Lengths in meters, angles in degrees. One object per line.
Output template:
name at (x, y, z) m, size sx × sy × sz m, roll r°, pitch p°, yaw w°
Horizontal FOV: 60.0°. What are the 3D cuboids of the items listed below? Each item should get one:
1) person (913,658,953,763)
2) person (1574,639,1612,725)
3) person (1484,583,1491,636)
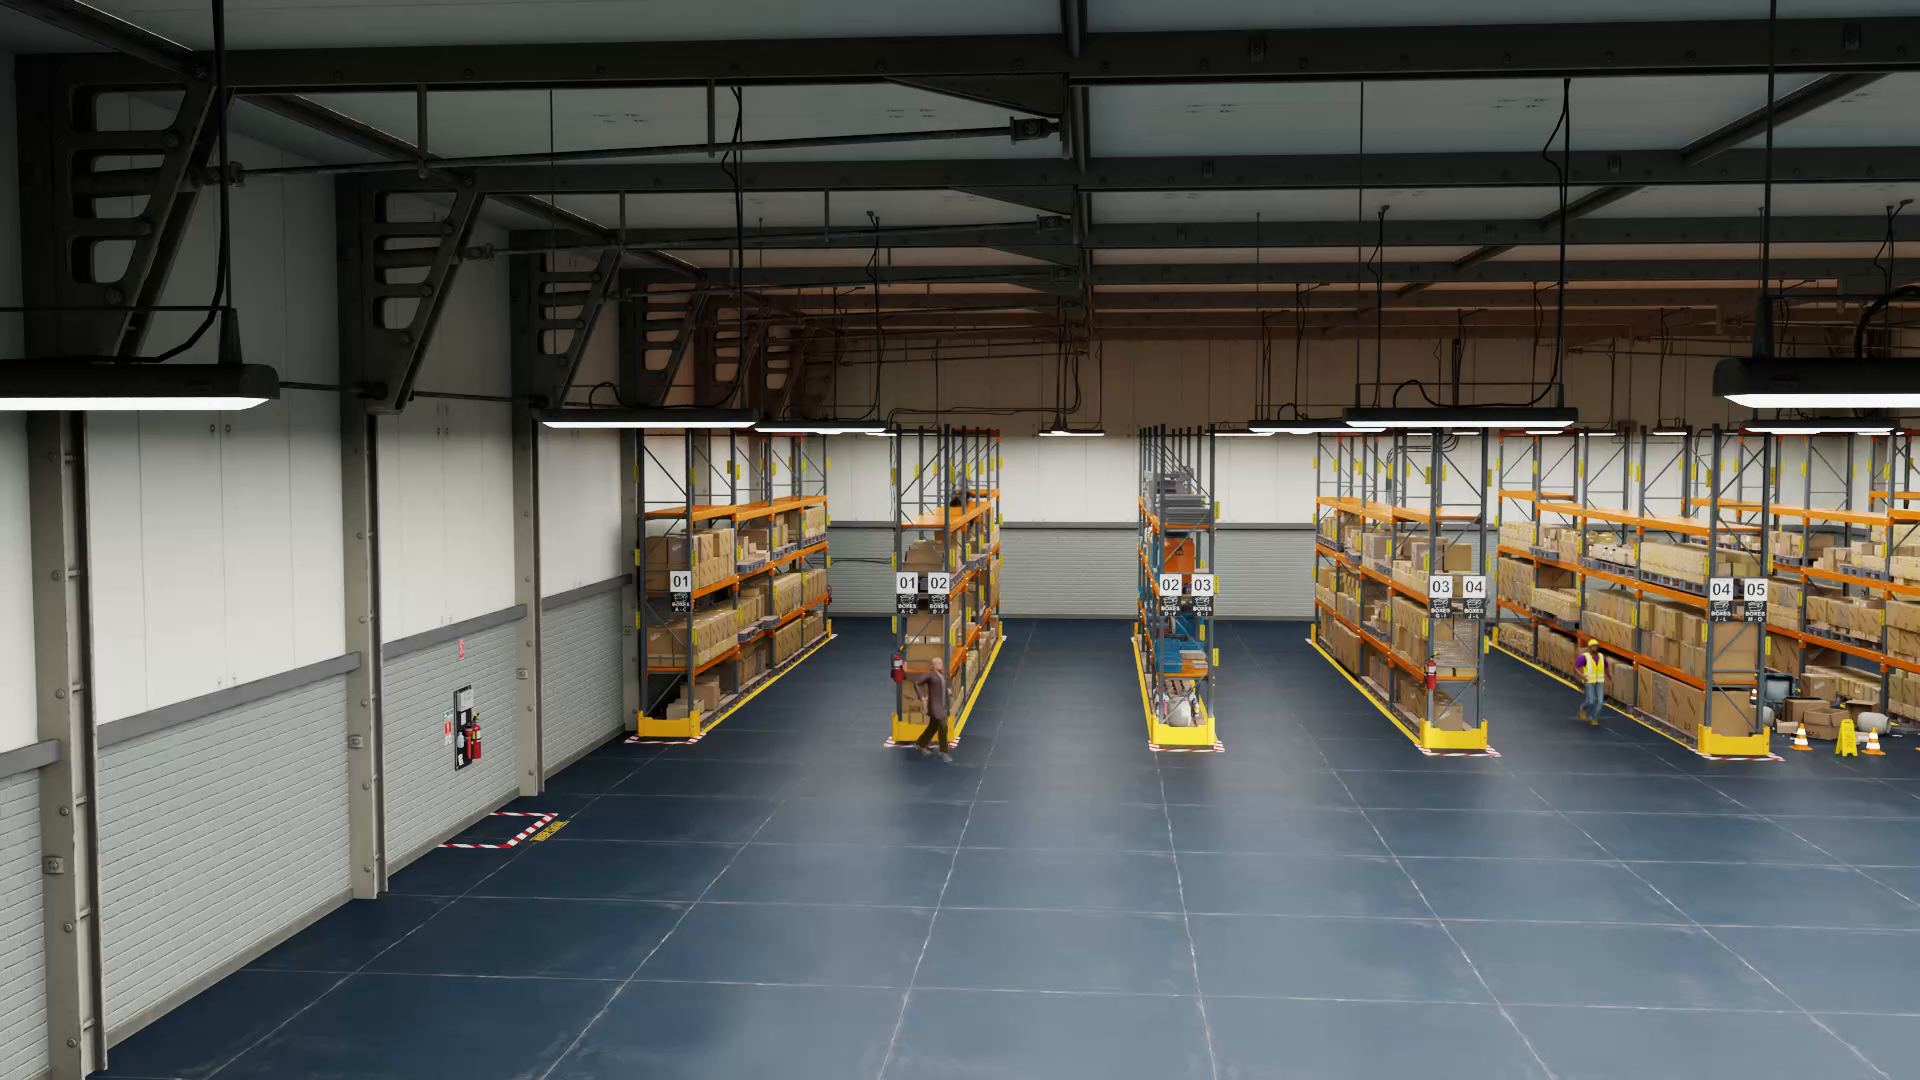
person at (-0.422, 3.025, 29.788) m, size 0.887 × 1.837 × 0.733 m, roll 2°, pitch 4°, yaw 27°
person at (12.657, 2.840, 33.222) m, size 0.698 × 1.718 × 0.606 m, roll 0°, pitch 3°, yaw -3°
person at (14.763, 2.026, 47.105) m, size 0.720 × 1.698 × 0.690 m, roll -1°, pitch 4°, yaw -16°
